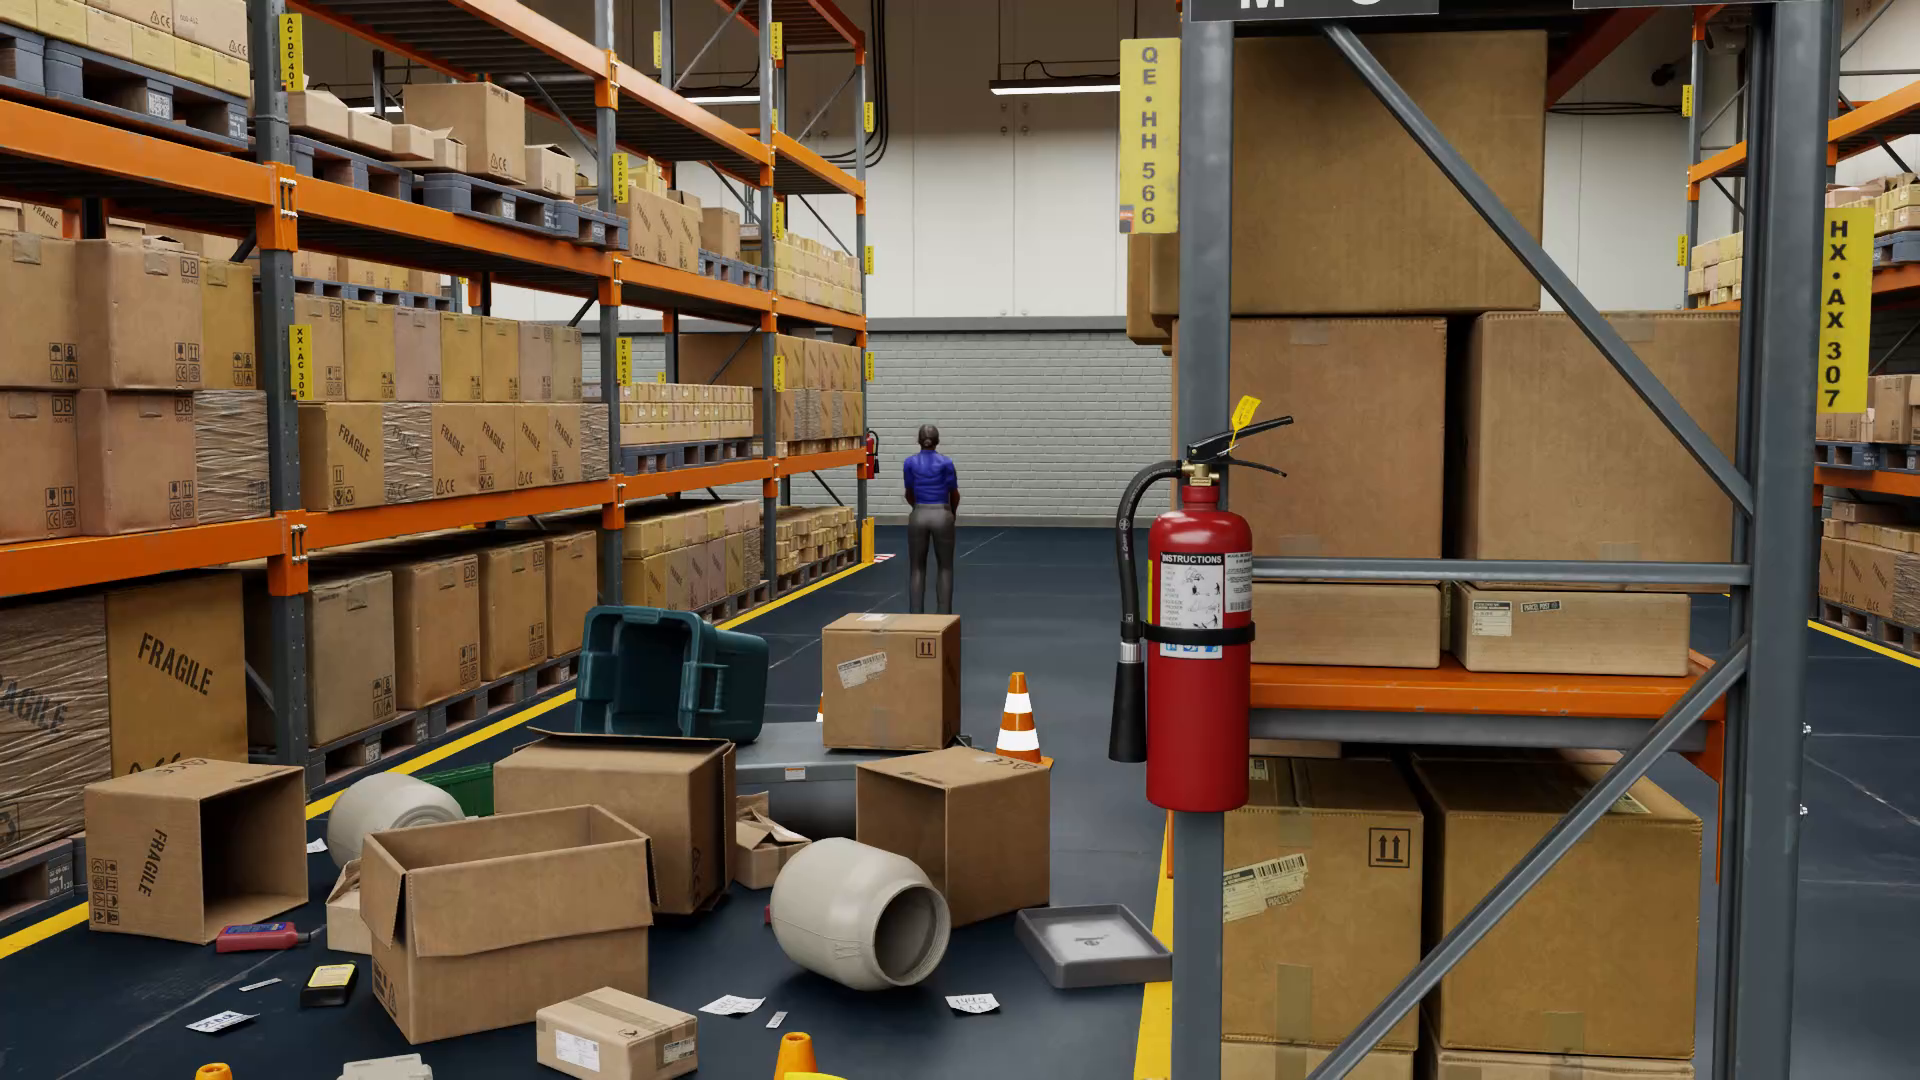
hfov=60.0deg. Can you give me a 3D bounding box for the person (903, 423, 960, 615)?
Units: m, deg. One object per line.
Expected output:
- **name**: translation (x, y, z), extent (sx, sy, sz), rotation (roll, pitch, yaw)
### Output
- **person**: translation (-0.216, -0.113, 13.401), extent (0.449, 1.655, 0.500), rotation (1, 5, 9)
